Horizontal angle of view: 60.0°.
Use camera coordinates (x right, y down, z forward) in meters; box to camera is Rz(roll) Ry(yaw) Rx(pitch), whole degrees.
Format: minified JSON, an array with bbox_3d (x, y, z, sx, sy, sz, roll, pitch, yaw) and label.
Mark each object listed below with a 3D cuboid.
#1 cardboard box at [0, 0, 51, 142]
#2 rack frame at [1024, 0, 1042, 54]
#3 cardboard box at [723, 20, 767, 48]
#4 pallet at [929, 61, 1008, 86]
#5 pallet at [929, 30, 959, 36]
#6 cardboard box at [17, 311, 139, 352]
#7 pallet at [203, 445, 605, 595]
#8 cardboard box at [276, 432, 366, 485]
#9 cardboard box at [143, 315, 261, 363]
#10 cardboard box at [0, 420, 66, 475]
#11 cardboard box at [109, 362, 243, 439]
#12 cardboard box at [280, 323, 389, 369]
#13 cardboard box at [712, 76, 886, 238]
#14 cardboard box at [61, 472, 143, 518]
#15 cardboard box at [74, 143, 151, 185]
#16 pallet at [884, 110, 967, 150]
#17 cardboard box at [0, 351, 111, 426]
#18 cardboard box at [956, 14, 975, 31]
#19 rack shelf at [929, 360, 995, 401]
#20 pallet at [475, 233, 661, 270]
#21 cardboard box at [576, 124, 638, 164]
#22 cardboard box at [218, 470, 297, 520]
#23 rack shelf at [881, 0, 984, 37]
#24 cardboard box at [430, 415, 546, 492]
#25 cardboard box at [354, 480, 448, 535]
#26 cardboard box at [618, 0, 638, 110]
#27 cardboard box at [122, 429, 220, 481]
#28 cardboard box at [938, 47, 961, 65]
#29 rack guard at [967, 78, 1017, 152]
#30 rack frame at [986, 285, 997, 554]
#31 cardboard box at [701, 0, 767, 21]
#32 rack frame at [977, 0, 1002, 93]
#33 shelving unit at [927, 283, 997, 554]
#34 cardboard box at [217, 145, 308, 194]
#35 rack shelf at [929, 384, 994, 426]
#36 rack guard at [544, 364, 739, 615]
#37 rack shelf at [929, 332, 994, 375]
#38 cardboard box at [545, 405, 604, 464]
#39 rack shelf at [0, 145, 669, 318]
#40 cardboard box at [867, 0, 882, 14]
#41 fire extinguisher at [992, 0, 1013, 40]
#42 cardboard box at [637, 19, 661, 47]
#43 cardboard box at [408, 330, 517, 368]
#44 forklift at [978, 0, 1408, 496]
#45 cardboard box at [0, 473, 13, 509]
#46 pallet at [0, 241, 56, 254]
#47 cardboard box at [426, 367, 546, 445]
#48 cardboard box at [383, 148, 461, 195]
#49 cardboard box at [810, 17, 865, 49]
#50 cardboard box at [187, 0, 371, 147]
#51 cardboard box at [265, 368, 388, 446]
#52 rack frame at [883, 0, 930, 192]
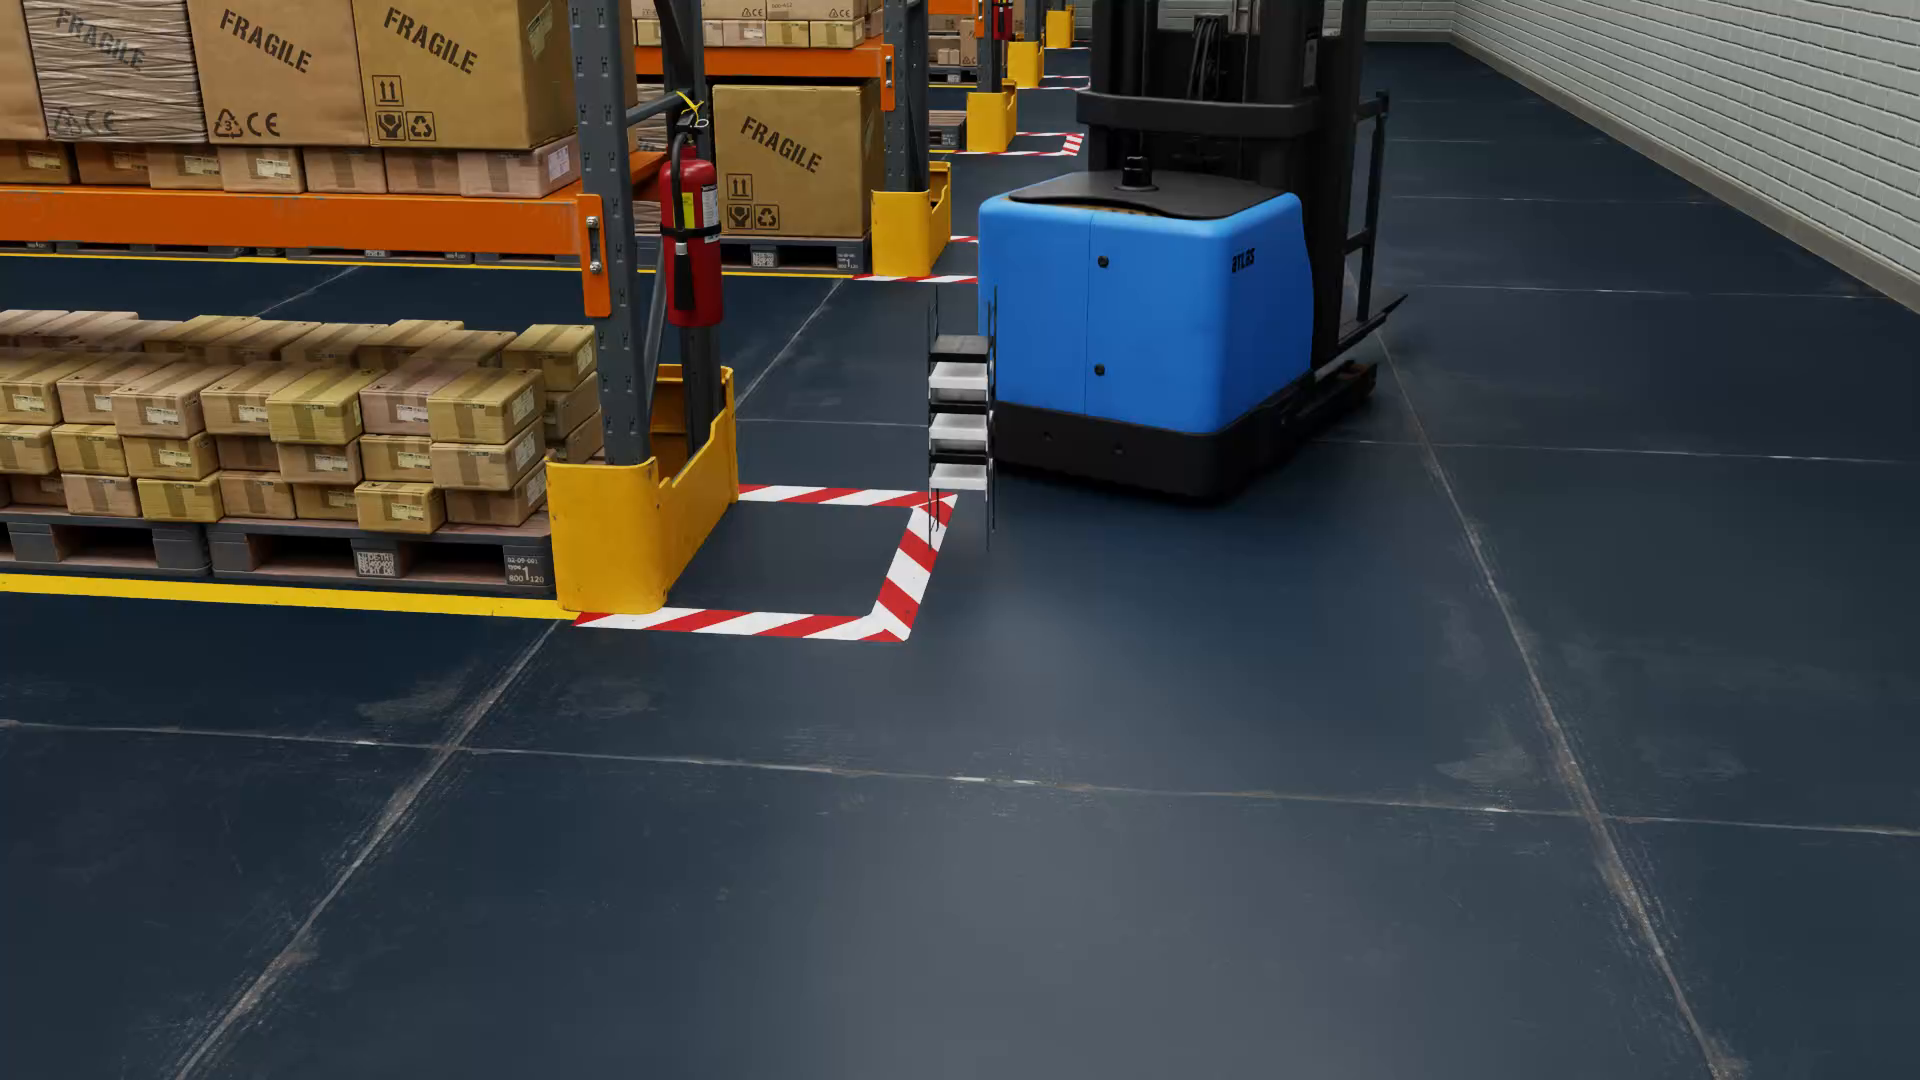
[{"bbox_3d":[-2.987,-1.548,5.234,0.500,0.500,0.500,4,22,9],"label":"cardboard box"},{"bbox_3d":[0.853,-6.793,19.042,0.127,3.000,1.000,2,22,6],"label":"rack frame"},{"bbox_3d":[-1.218,-2.976,9.730,0.250,0.149,0.380,3,22,6],"label":"cardboard box"},{"bbox_3d":[-0.014,-5.533,19.649,1.213,0.211,1.003,2,22,6],"label":"pallet"},{"bbox_3d":[-0.579,-7.364,24.280,1.213,0.211,1.003,2,22,6],"label":"pallet"},{"bbox_3d":[-3.285,-0.739,6.226,0.250,0.149,0.380,2,22,4],"label":"cardboard box"},{"bbox_3d":[-1.879,-0.124,5.967,1.213,0.211,1.003,2,22,6],"label":"pallet"},{"bbox_3d":[-2.075,-0.318,5.566,0.250,0.149,0.380,2,22,4],"label":"cardboard box"},{"bbox_3d":[-2.790,-0.712,6.158,0.250,0.149,0.380,3,22,7],"label":"cardboard box"},{"bbox_3d":[-3.120,-0.355,5.660,0.250,0.149,0.380,3,22,7],"label":"cardboard box"},{"bbox_3d":[-2.594,-0.468,5.542,0.250,0.149,0.380,3,22,8],"label":"cardboard box"},{"bbox_3d":[-2.260,-0.669,6.048,0.250,0.149,0.380,1,22,4],"label":"cardboard box"},{"bbox_3d":[-0.962,-2.382,10.203,0.875,0.875,0.875,2,22,6],"label":"cardboard box"},{"bbox_3d":[-2.844,-0.216,5.712,0.250,0.149,0.380,3,22,7],"label":"cardboard box"},{"bbox_3d":[-2.627,-1.251,5.367,0.250,0.149,0.380,2,22,4],"label":"cardboard box"},{"bbox_3d":[-0.548,-3.737,15.106,1.213,0.211,1.003,2,22,6],"label":"pallet"},{"bbox_3d":[-3.106,-0.521,5.676,0.250,0.149,0.380,3,22,7],"label":"cardboard box"},{"bbox_3d":[0.228,-7.650,24.038,0.500,0.500,0.700,2,22,6],"label":"cardboard box"},{"bbox_3d":[0.008,-0.555,5.720,0.200,0.077,0.258,3,22,6],"label":"rack shelf"},{"bbox_3d":[-2.328,-1.939,10.557,1.213,0.211,1.003,2,22,6],"label":"pallet"},{"bbox_3d":[-1.284,-1.386,5.708,0.250,0.149,0.380,2,22,6],"label":"cardboard box"},{"bbox_3d":[-2.314,-0.209,5.694,0.250,0.149,0.380,3,22,7],"label":"cardboard box"},{"bbox_3d":[-1.720,-4.736,14.819,4.000,0.370,1.077,2,22,6],"label":"rack shelf"},{"bbox_3d":[-1.558,-0.296,5.510,0.250,0.149,0.380,2,22,5],"label":"cardboard box"},{"bbox_3d":[-1.815,-0.160,5.571,0.250,0.149,0.380,3,22,8],"label":"cardboard box"},{"bbox_3d":[-1.414,-1.675,5.555,0.500,0.500,0.500,4,22,9],"label":"cardboard box"},{"bbox_3d":[-2.591,-0.336,5.610,0.250,0.149,0.380,3,22,7],"label":"cardboard box"},{"bbox_3d":[-0.108,-5.664,19.441,0.250,0.166,0.380,2,22,6],"label":"cardboard box"},{"bbox_3d":[0.292,-3.826,14.936,0.348,0.500,1.175,2,22,6],"label":"rack guard"},{"bbox_3d":[0.109,-0.414,5.762,0.006,0.900,0.240,3,22,6],"label":"rack frame"},{"bbox_3d":[-1.333,-3.191,9.730,0.500,0.250,0.500,2,22,5],"label":"cardboard box"},{"bbox_3d":[0.266,-4.984,14.467,0.127,3.000,1.000,2,22,6],"label":"rack frame"},{"bbox_3d":[0.008,-0.418,5.773,0.210,0.900,0.258,3,22,6],"label":"shelving unit"},{"bbox_3d":[-2.107,-1.196,5.227,0.250,0.149,0.380,3,22,8],"label":"cardboard box"},{"bbox_3d":[0.008,-0.471,5.753,0.200,0.077,0.258,3,22,6],"label":"rack shelf"},{"bbox_3d":[-1.076,-0.210,5.792,0.348,0.500,1.175,2,22,6],"label":"rack guard"},{"bbox_3d":[0.008,-0.638,5.686,0.200,0.077,0.258,3,22,6],"label":"rack shelf"},{"bbox_3d":[-1.483,-0.379,6.124,0.250,0.149,0.380,3,22,7],"label":"cardboard box"},{"bbox_3d":[-2.987,-1.121,5.675,4.000,0.370,1.077,2,22,6],"label":"rack shelf"},{"bbox_3d":[-0.762,-3.364,10.168,0.500,0.250,0.500,2,22,5],"label":"cardboard box"},{"bbox_3d":[0.362,-4.603,14.114,0.183,0.674,0.296,2,22,6],"label":"fire extinguisher"},{"bbox_3d":[-1.723,-2.998,9.785,0.250,0.149,0.380,2,22,5],"label":"cardboard box"},{"bbox_3d":[-1.769,-0.630,5.952,0.250,0.149,0.380,3,22,7],"label":"cardboard box"},{"bbox_3d":[1.241,-2.019,7.060,1.130,2.935,3.031,12,25,28],"label":"forklift"},{"bbox_3d":[-3.356,-0.238,5.768,0.250,0.149,0.380,2,22,5],"label":"cardboard box"},{"bbox_3d":[-6.279,-2.110,10.990,1.213,0.211,1.003,2,22,6],"label":"pallet"},{"bbox_3d":[-1.556,-0.446,5.485,0.250,0.149,0.380,3,22,7],"label":"cardboard box"},{"bbox_3d":[-1.600,-1.188,5.207,0.250,0.149,0.380,2,22,6],"label":"cardboard box"},{"bbox_3d":[-0.709,-2.954,9.674,0.250,0.149,0.380,3,22,7],"label":"cardboard box"},{"bbox_3d":[-1.988,-1.504,5.124,0.500,0.500,0.500,2,22,5],"label":"cardboard box"},{"bbox_3d":[-2.071,-0.443,5.477,0.250,0.149,0.380,2,22,5],"label":"cardboard box"},{"bbox_3d":[-0.317,-3.176,9.893,0.127,3.000,1.000,2,22,6],"label":"rack frame"}]
